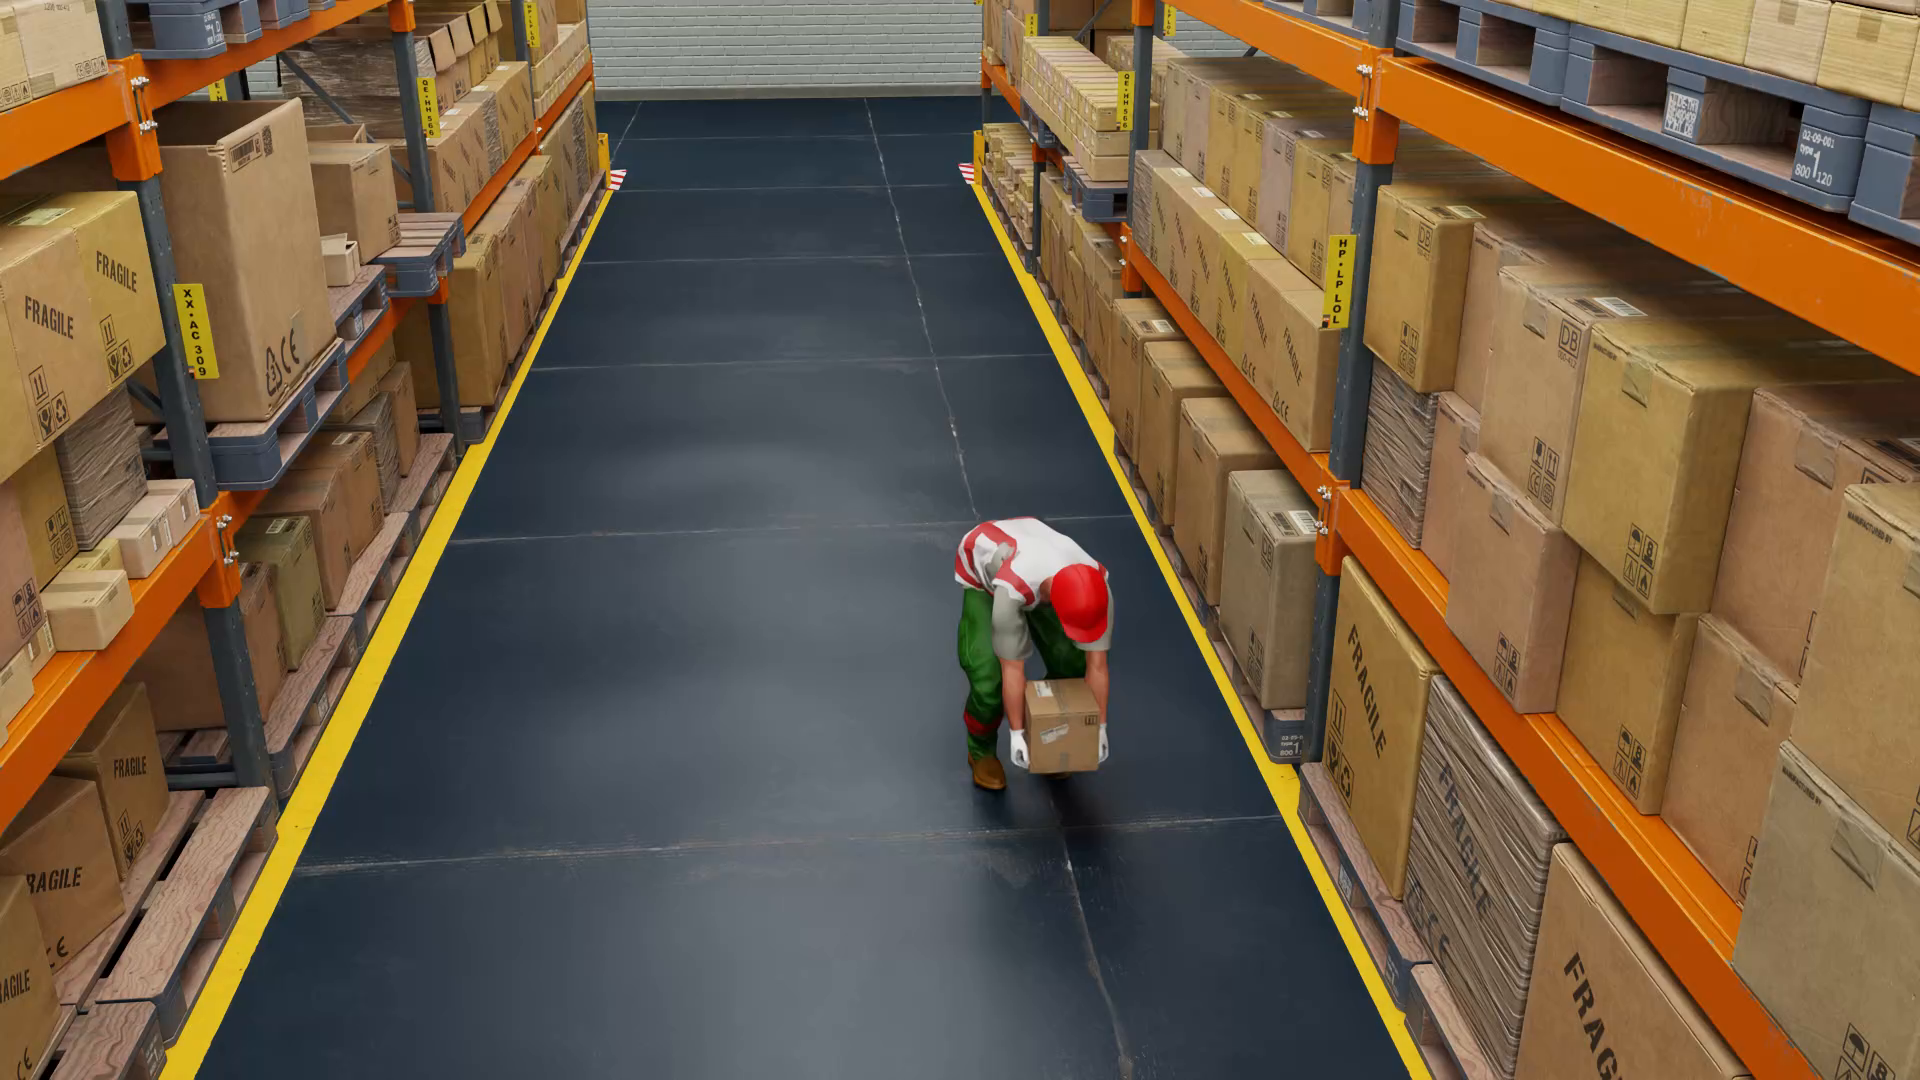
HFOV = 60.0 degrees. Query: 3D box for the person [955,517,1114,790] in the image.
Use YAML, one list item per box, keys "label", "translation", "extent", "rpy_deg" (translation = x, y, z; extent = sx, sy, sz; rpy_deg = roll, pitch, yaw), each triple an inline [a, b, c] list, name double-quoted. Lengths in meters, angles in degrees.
- label: "person"
  translation: [0.294, 0.474, 6.299]
  extent: [0.523, 1.132, 0.951]
  rpy_deg: [-8, 25, -18]
